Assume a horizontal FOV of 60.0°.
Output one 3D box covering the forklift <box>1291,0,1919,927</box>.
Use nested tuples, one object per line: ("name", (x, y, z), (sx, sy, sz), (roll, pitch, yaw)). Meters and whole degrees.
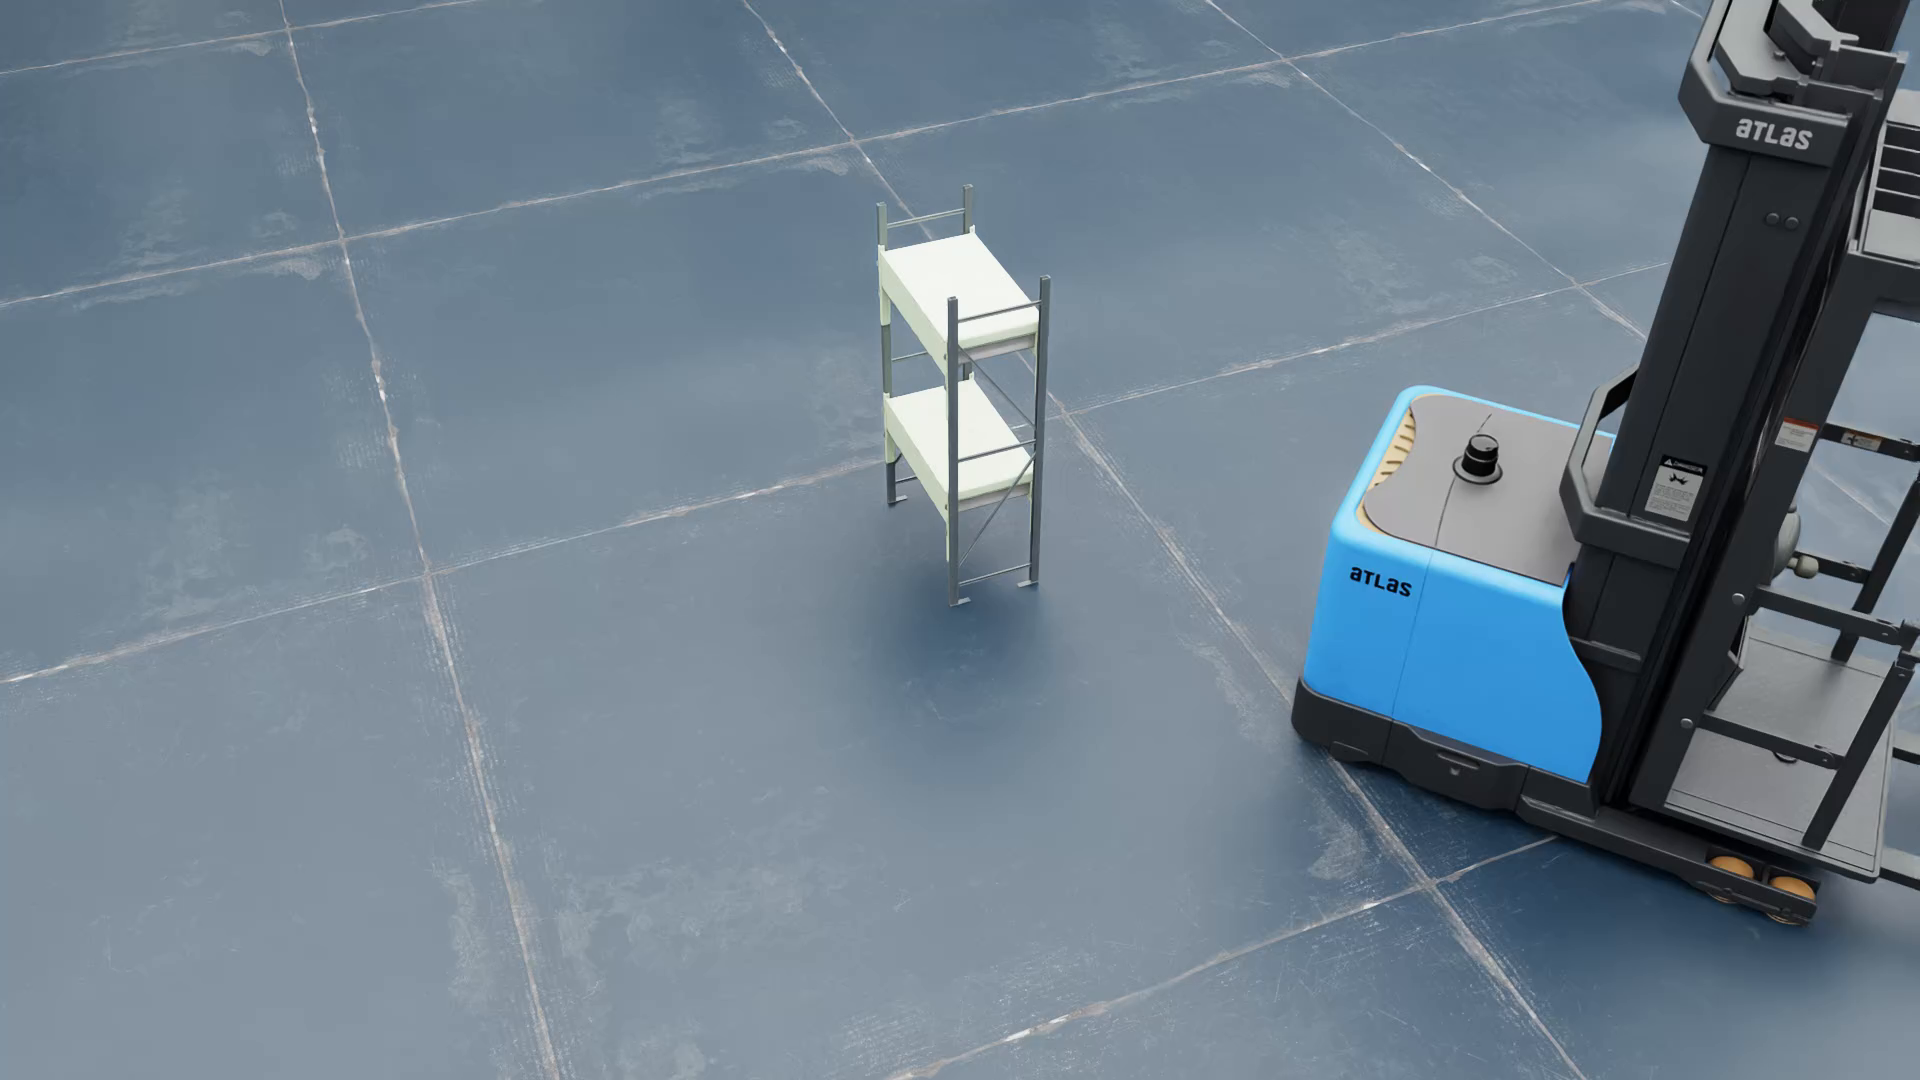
("forklift", (2.813, -0.191, 5.224), (3.031, 2.935, 1.130), (18, 44, 20))

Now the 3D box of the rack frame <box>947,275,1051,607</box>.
("rack frame", (0.143, -0.344, 6.500), (0.400, 1.500, 0.023), (-15, 43, -17))

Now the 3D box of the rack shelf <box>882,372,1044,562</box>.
("rack shelf", (0.003, -0.317, 6.969), (0.431, 0.370, 0.720), (-15, 43, -17))

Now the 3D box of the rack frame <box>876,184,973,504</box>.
("rack frame", (-0.137, -0.785, 7.013), (0.400, 1.500, 0.023), (-15, 43, -17))

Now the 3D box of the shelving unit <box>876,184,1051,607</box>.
("shelving unit", (0.003, -0.565, 6.756), (0.431, 1.500, 0.755), (-15, 43, -17))

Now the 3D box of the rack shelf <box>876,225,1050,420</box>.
("rack shelf", (0.003, -0.861, 6.502), (0.431, 0.370, 0.720), (-15, 43, -17))
